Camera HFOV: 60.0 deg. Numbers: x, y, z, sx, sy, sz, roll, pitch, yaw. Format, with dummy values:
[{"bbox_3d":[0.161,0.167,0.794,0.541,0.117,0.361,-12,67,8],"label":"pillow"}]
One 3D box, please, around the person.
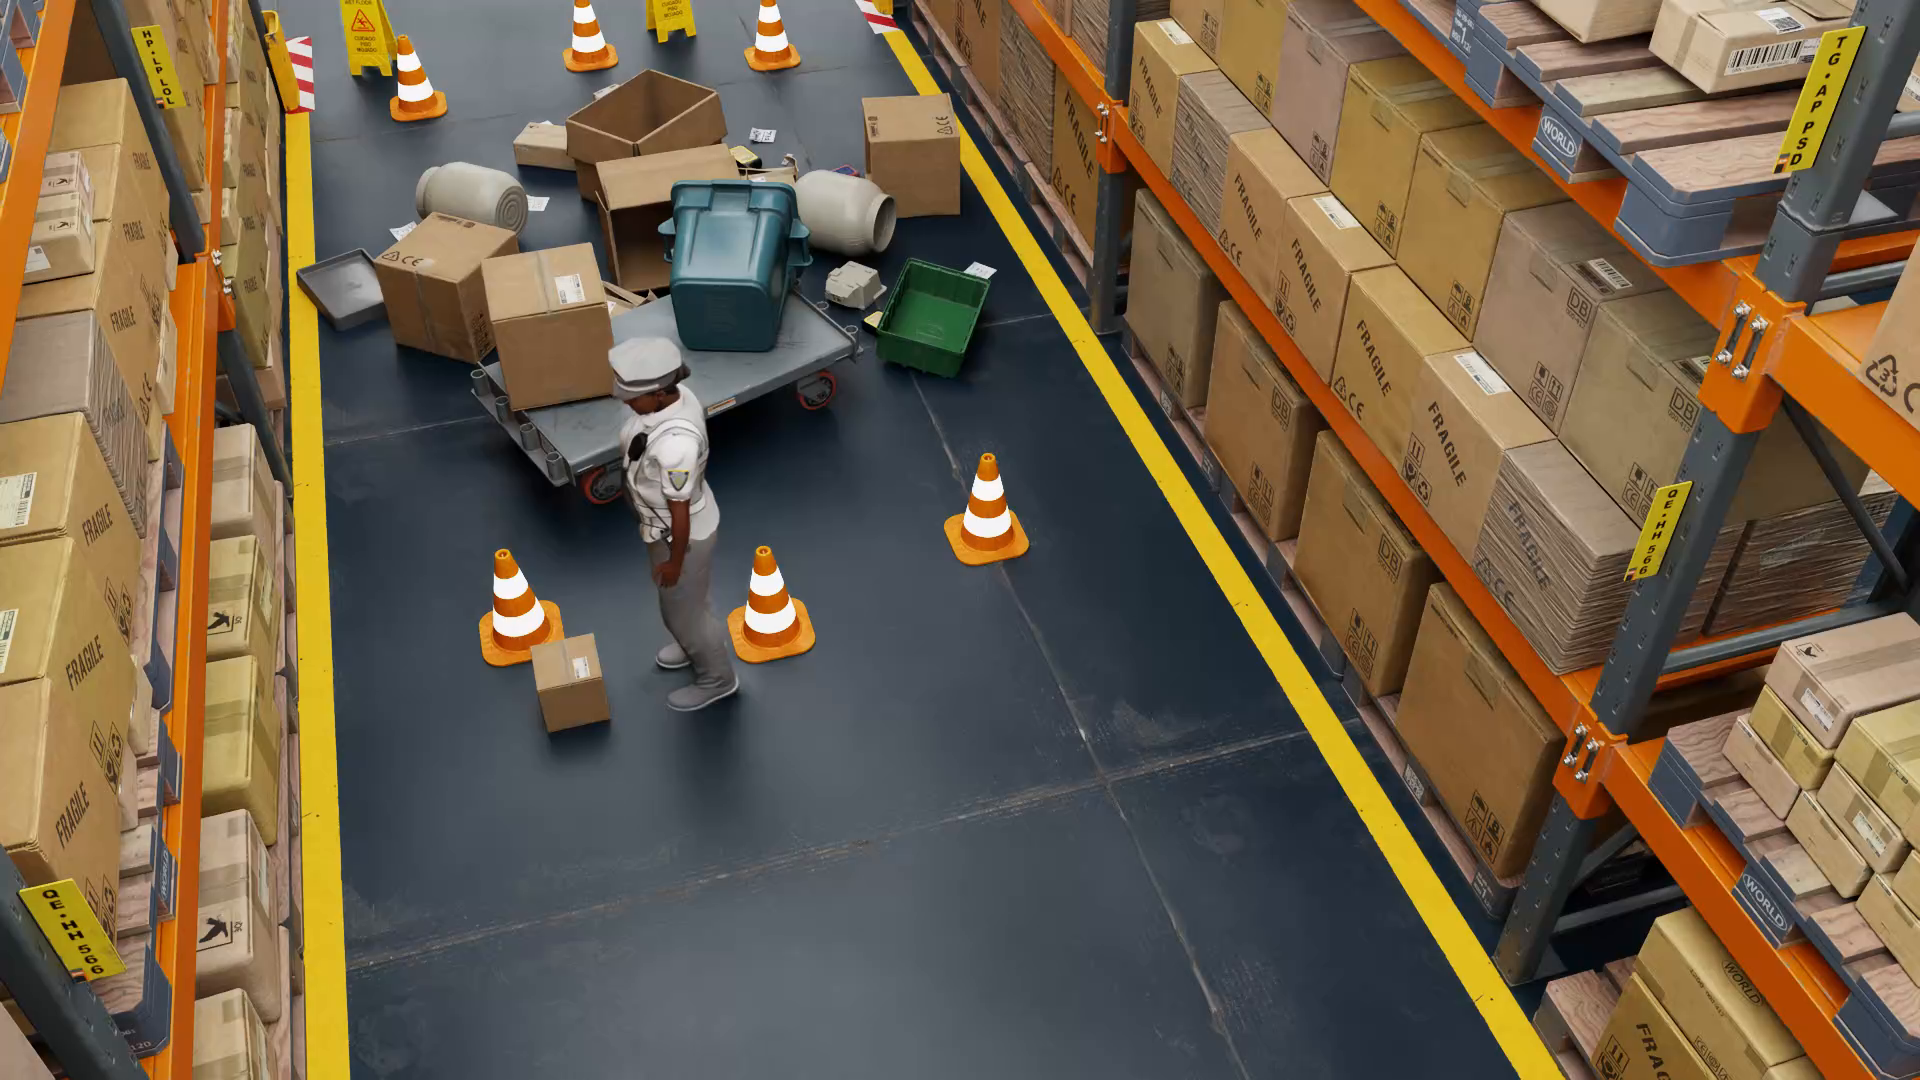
[{"bbox_3d":[-1.063,-0.035,6.215,0.339,1.665,0.439,-11,44,-12],"label":"person"}]
